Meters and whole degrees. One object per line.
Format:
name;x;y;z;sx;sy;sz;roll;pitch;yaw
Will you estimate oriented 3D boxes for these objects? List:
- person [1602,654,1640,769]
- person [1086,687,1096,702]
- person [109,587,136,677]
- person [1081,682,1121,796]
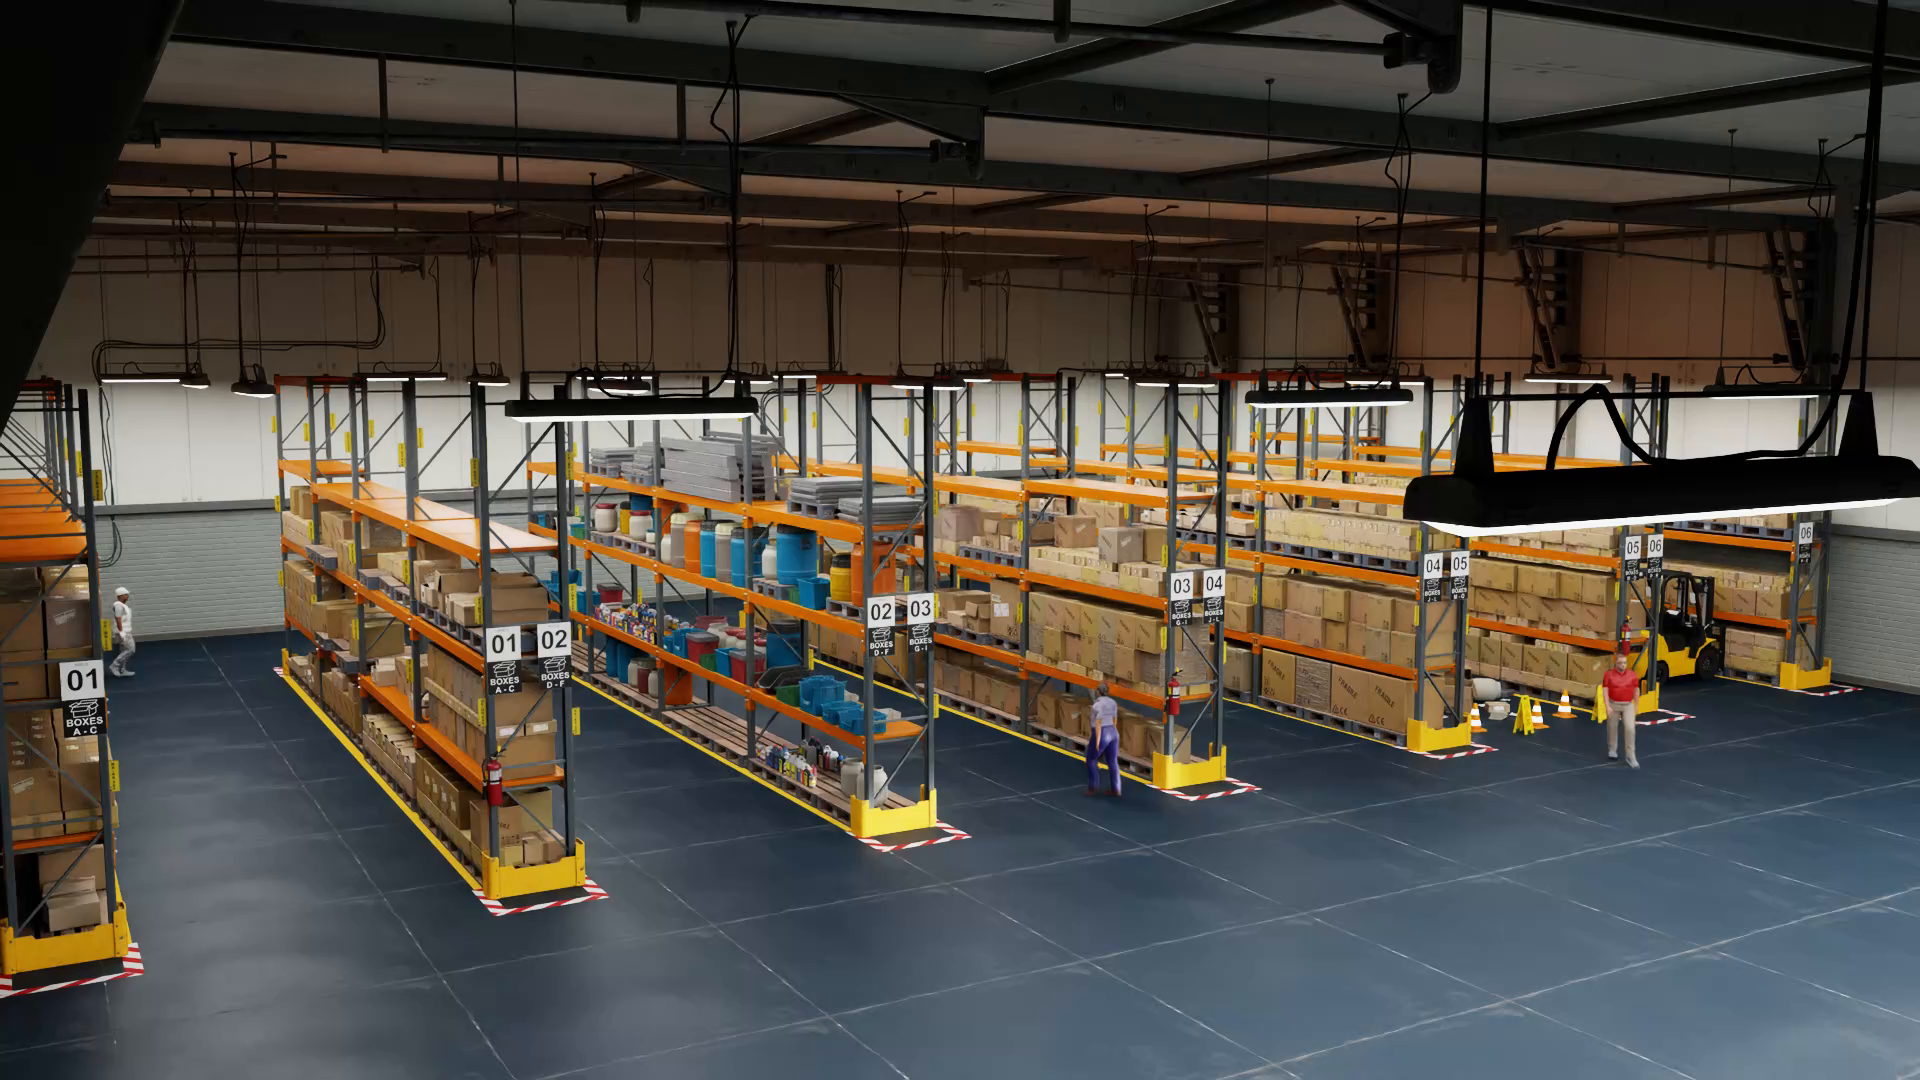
person;10.351;2.632;26.029;0.579;1.710;0.864;2;7;19
person;2.427;2.144;30.314;0.605;1.766;0.477;-3;7;-23
person;-16.629;1.827;32.922;0.481;1.783;0.596;-4;7;-30
person;2.111;2.910;24.100;0.511;1.691;0.573;-5;8;-39
